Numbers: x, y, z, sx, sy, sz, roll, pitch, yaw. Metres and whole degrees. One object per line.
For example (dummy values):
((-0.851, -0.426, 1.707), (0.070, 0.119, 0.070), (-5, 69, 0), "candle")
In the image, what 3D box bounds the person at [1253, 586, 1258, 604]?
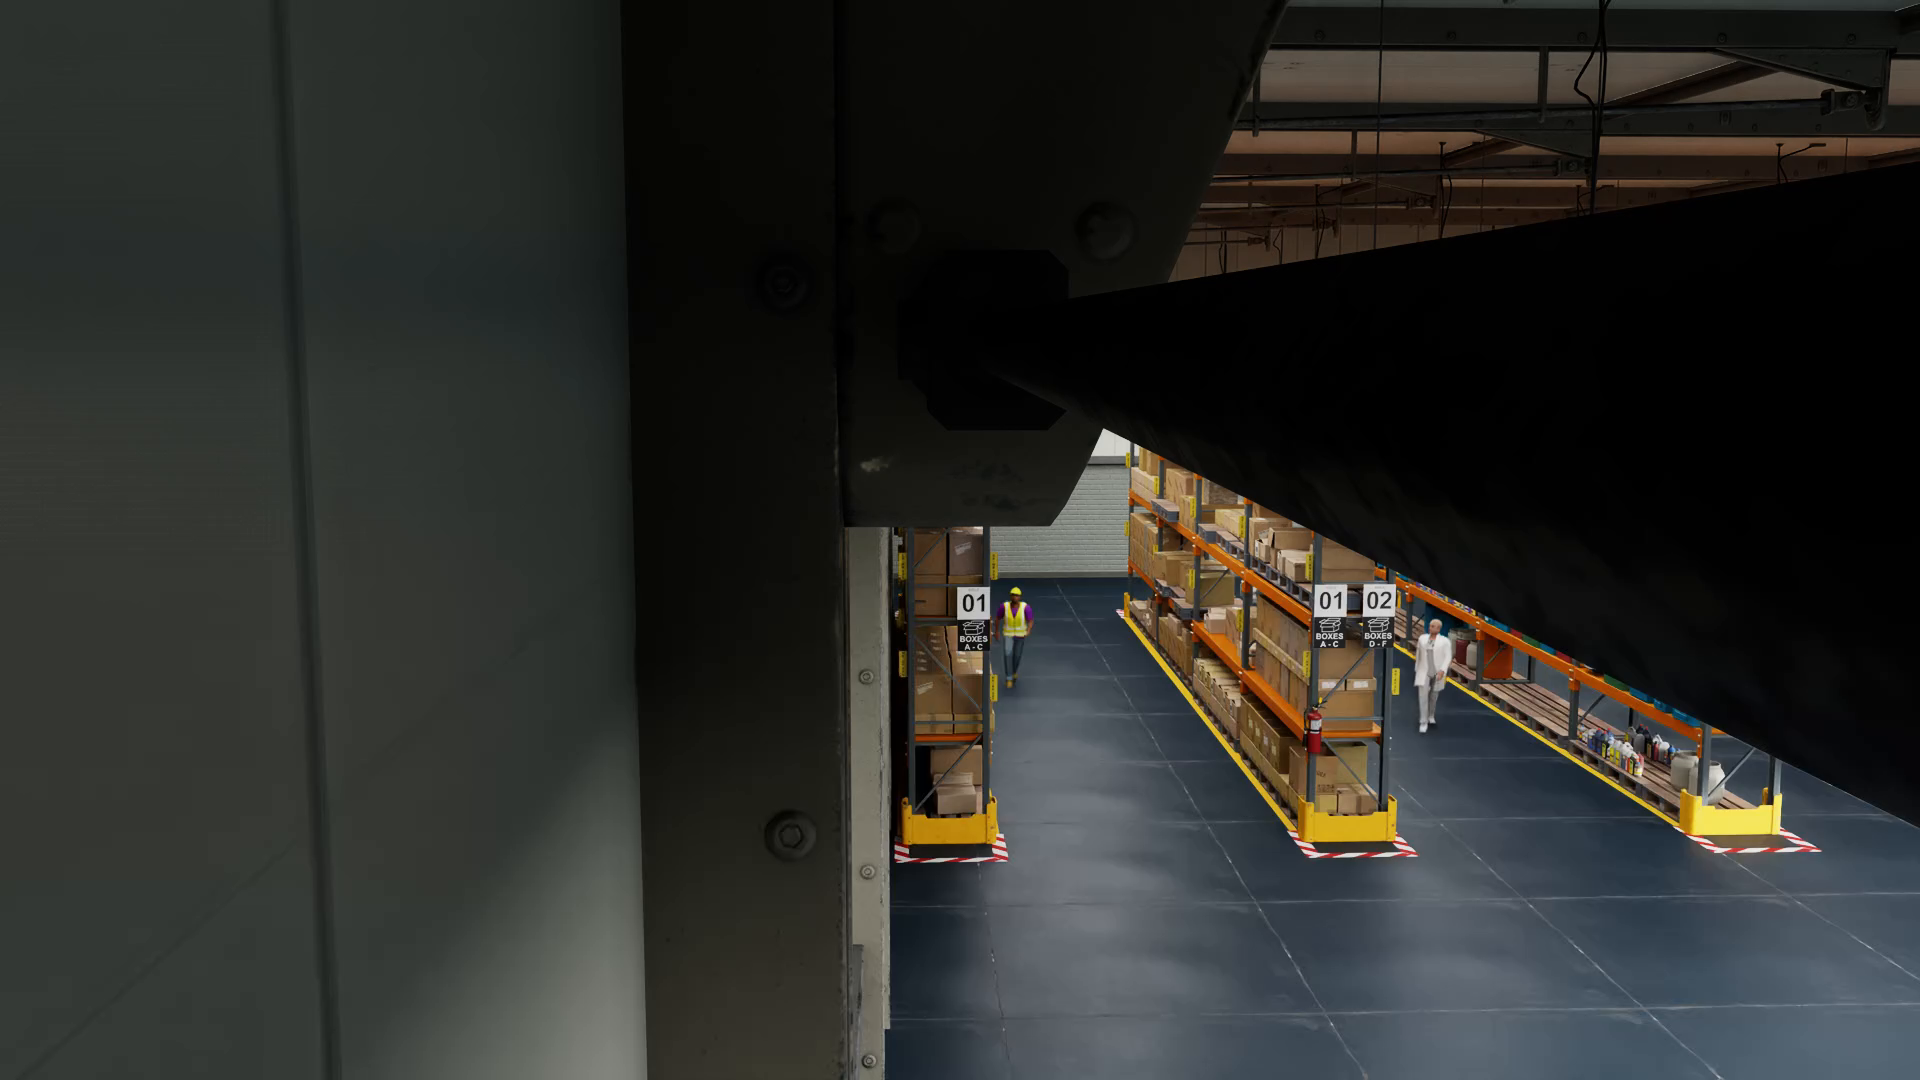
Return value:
((6.830, 0.565, 38.166), (0.590, 1.783, 0.650), (-3, 8, -22), "person")

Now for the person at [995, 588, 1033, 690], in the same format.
((0.965, 1.710, 29.523), (0.662, 1.749, 0.994), (0, 7, -2), "person")

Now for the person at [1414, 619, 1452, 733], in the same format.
((7.420, 2.106, 26.118), (0.550, 1.720, 1.117), (1, 7, 10), "person")
